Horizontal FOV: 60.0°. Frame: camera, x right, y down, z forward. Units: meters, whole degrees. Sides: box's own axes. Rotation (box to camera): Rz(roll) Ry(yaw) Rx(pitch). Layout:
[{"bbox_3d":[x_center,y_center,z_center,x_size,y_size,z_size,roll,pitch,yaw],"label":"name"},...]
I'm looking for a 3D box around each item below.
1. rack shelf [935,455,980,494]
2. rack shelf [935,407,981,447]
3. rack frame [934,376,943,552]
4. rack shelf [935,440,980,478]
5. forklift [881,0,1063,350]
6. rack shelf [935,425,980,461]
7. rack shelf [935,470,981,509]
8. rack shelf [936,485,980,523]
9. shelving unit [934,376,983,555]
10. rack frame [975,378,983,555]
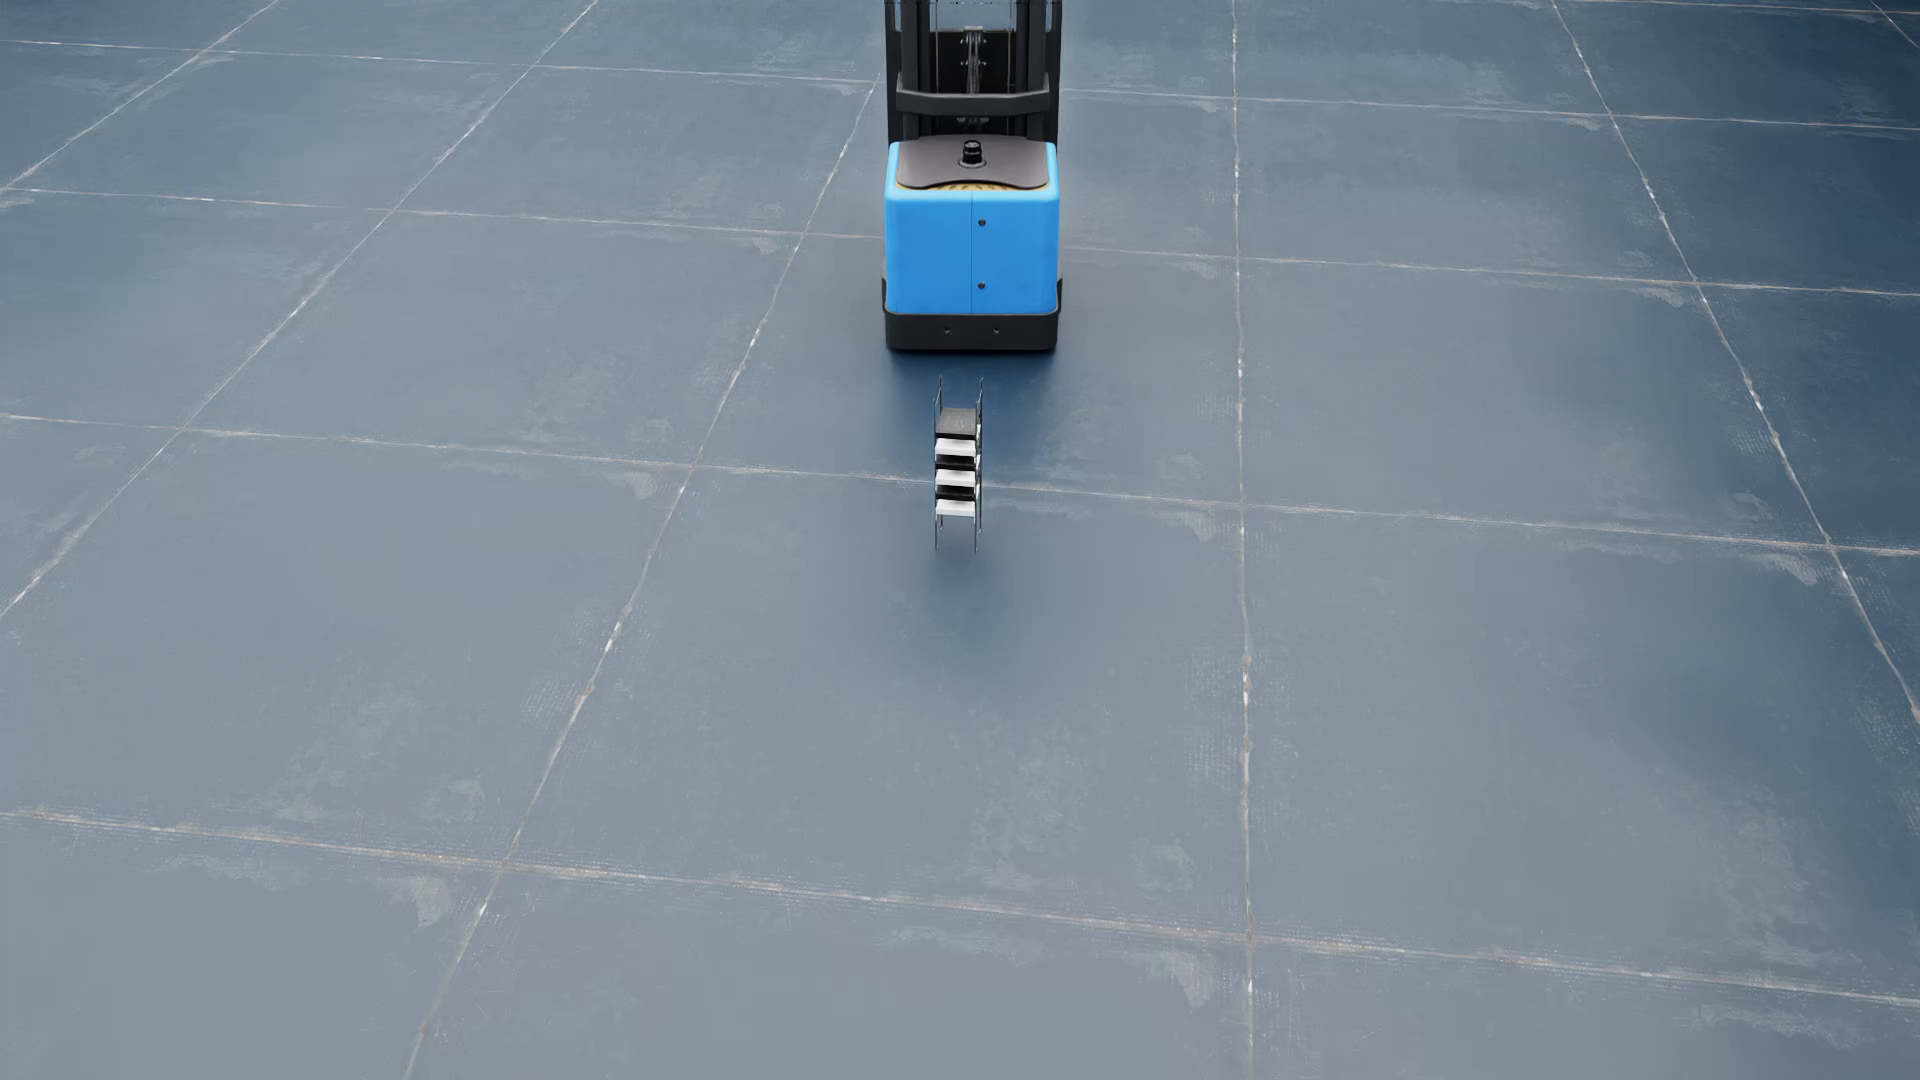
[{"bbox_3d":[-0.008,-0.340,8.366,0.200,0.077,0.258,4,36,6],"label":"rack shelf"},{"bbox_3d":[-0.008,-0.560,8.209,0.200,0.077,0.258,4,36,6],"label":"rack shelf"},{"bbox_3d":[-0.109,-0.374,8.357,0.006,0.900,0.240,4,36,6],"label":"rack frame"},{"bbox_3d":[-0.008,-0.413,8.314,0.200,0.077,0.258,4,36,6],"label":"rack shelf"},{"bbox_3d":[0.085,-3.171,10.527,1.130,2.935,3.031,0,36,0],"label":"forklift"},{"bbox_3d":[-0.008,-0.486,8.261,0.200,0.077,0.258,4,36,6],"label":"rack shelf"},{"bbox_3d":[-0.008,-0.267,8.418,0.200,0.077,0.258,4,36,6],"label":"rack shelf"},{"bbox_3d":[-0.008,-0.193,8.470,0.200,0.077,0.258,4,36,6],"label":"rack shelf"},{"bbox_3d":[-0.008,-0.367,8.346,0.210,0.900,0.258,4,36,6],"label":"shelving unit"},{"bbox_3d":[0.093,-0.359,8.336,0.006,0.900,0.240,4,36,6],"label":"rack frame"}]
